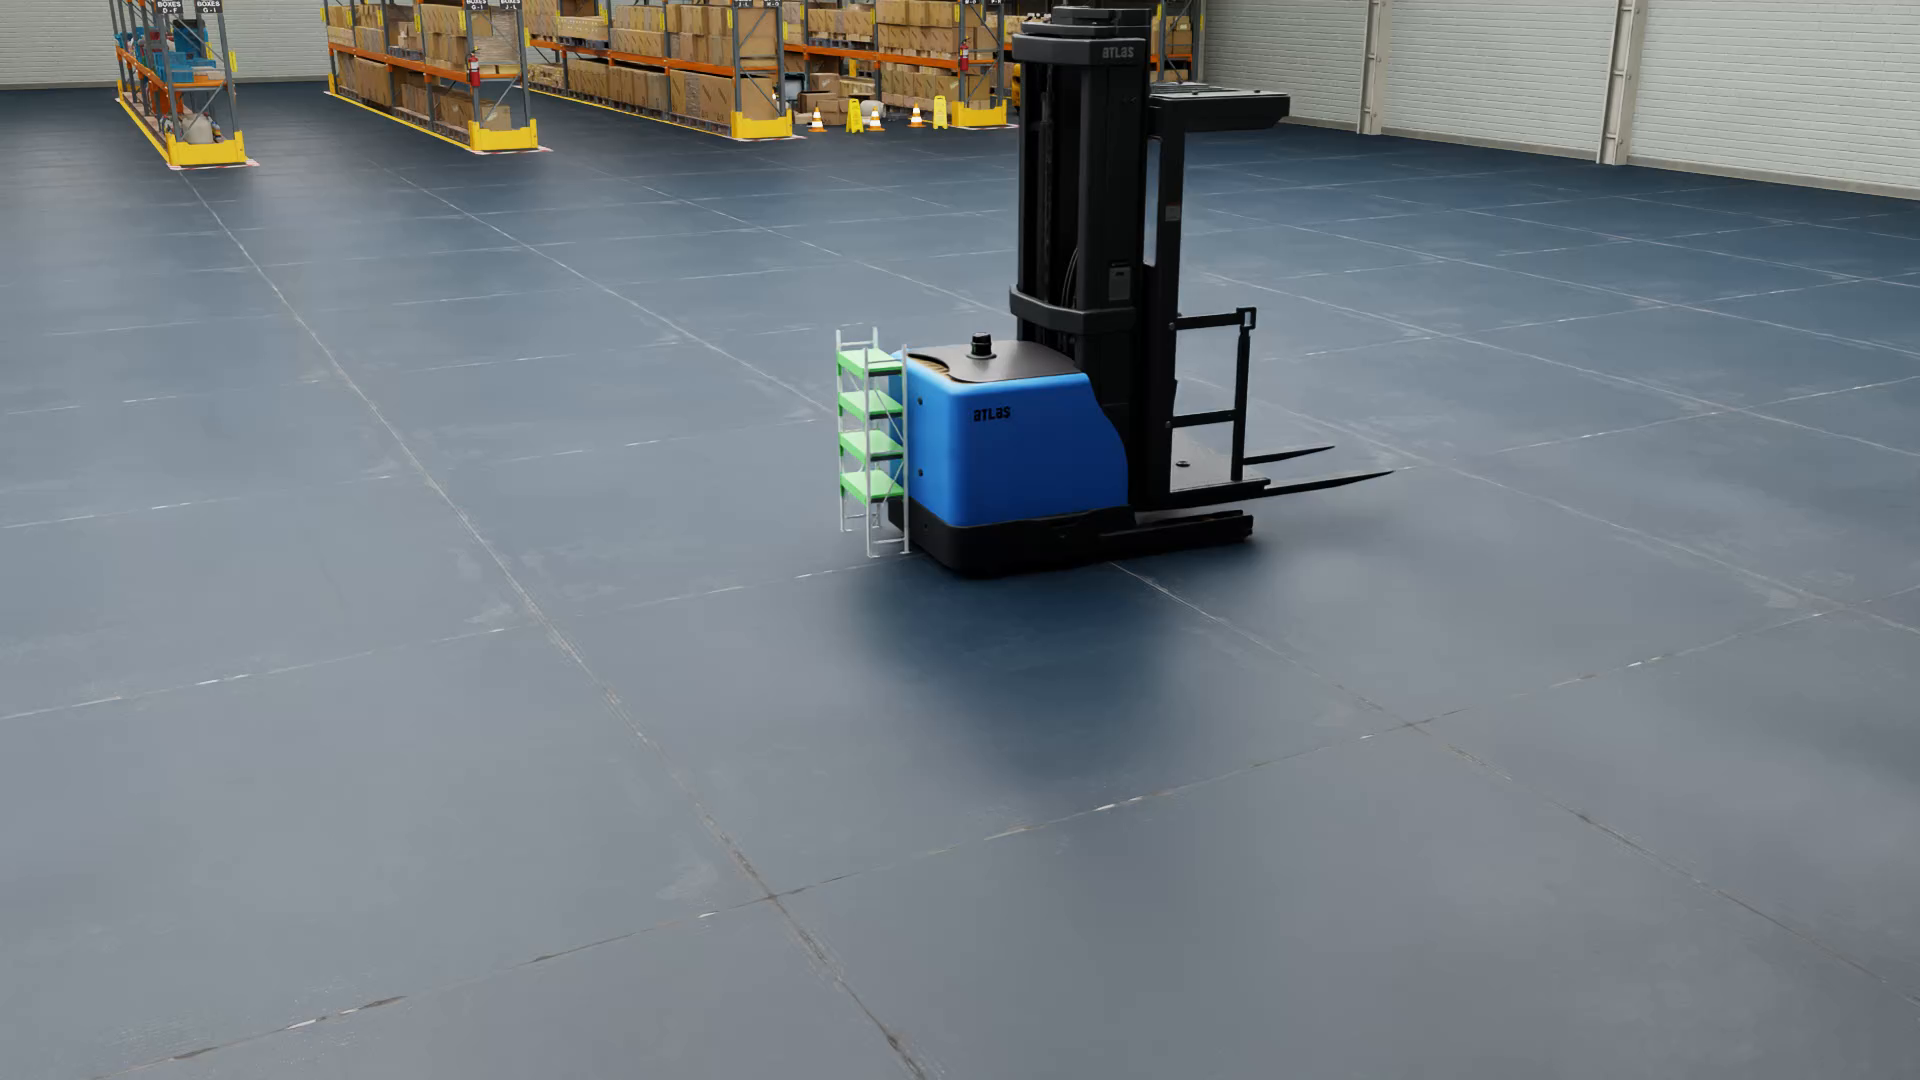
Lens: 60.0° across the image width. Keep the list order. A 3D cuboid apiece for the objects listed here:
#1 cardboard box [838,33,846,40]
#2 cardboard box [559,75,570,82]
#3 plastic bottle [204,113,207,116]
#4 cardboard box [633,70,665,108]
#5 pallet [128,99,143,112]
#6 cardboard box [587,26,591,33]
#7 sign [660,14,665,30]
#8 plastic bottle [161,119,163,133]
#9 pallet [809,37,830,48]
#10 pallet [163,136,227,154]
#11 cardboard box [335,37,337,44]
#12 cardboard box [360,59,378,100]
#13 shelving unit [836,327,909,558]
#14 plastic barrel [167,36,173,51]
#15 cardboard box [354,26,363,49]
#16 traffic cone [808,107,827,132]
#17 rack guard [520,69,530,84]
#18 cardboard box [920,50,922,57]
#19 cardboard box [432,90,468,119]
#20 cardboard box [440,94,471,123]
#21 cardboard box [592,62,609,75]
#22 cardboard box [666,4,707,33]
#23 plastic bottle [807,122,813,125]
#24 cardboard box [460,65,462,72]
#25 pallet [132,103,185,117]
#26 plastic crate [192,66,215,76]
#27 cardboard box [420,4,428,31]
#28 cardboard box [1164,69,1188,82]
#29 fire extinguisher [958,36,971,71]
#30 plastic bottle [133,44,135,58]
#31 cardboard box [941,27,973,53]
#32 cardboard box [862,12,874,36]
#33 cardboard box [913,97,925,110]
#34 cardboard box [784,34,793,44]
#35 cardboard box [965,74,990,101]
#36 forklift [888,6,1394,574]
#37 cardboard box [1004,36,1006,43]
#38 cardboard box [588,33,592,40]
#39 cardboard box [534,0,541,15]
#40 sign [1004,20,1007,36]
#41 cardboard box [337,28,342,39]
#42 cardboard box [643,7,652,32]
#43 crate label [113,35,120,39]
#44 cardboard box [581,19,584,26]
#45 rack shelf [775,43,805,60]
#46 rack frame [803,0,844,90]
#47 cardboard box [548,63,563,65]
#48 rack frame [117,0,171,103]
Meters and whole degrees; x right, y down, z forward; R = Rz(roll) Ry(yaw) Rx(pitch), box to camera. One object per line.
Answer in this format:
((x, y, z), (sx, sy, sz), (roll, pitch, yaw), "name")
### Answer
((-2.644, -11.870, 39.172), (0.380, 0.149, 0.250), (-9, 21, -25), "cardboard box")
((-9.996, -11.769, 42.409), (0.380, 0.149, 0.250), (-10, 21, -26), "cardboard box")
((-13.981, -7.748, 30.875), (0.144, 0.351, 0.185), (-11, 22, -28), "plastic bottle")
((-6.597, -10.016, 36.865), (1.050, 0.750, 0.750), (-10, 21, -27), "cardboard box")
((-18.722, -10.116, 38.625), (1.003, 0.211, 1.213), (-10, 21, -27), "pallet")
((-8.558, -12.031, 39.184), (0.380, 0.149, 0.250), (-9, 21, -25), "cardboard box")
((-6.241, -10.862, 34.859), (0.100, 0.325, 0.005), (-10, 21, -27), "sign")
((-14.597, -7.605, 30.575), (0.152, 0.276, 0.135), (-9, 21, -25), "plastic bottle")
((-2.927, -12.105, 40.406), (1.213, 0.211, 1.003), (-10, 21, -27), "pallet")
((-13.674, -7.065, 29.782), (1.003, 0.211, 1.213), (-10, 21, -27), "pallet")
((-15.512, -12.578, 41.871), (0.380, 0.149, 0.250), (-10, 22, -28), "cardboard box")
((-13.233, -10.754, 38.811), (1.225, 0.875, 0.875), (-11, 22, -29), "cardboard box")
((-0.494, -0.554, 9.398), (0.258, 1.200, 0.503), (-7, 20, -20), "shelving unit")
((-15.355, -9.641, 32.763), (0.433, 0.535, 0.433), (0, 19, 0), "plastic barrel")
((-13.982, -11.873, 39.288), (0.500, 0.500, 0.500), (-10, 21, -26), "cardboard box")
((-2.871, -8.464, 33.452), (0.336, 0.463, 0.334), (-10, 21, -27), "traffic cone")
((-11.430, -12.681, 45.614), (1.175, 0.500, 0.348), (-10, 21, -27), "rack guard")
((-0.635, -10.484, 35.801), (0.380, 0.149, 0.250), (-10, 21, -27), "cardboard box")
((-10.454, -8.906, 34.000), (0.700, 0.500, 0.500), (-12, 22, -31), "cardboard box")
((-10.026, -8.596, 33.132), (0.500, 0.500, 0.500), (-11, 22, -28), "cardboard box")
((-8.472, -11.258, 39.697), (0.500, 0.250, 0.500), (-10, 21, -26), "cardboard box")
((-5.623, -10.909, 34.763), (0.875, 0.550, 0.550), (-10, 21, -27), "cardboard box")
((-3.101, -8.717, 34.799), (0.283, 0.061, 0.133), (16, 25, 39), "plastic bottle")
((-8.986, -8.693, 30.610), (0.380, 0.149, 0.250), (-10, 21, -27), "cardboard box")
((-18.009, -9.683, 37.370), (1.003, 0.211, 1.213), (-10, 21, -27), "pallet")
((-13.546, -8.381, 29.726), (0.530, 0.136, 0.437), (-10, 21, -27), "plastic crate")
((-10.191, -10.192, 32.428), (0.500, 0.500, 0.500), (-10, 21, -27), "cardboard box")
((4.745, -10.395, 37.198), (0.500, 0.250, 0.500), (-10, 22, -27), "cardboard box")
((0.089, -9.946, 33.975), (0.296, 0.674, 0.183), (-10, 21, -27), "fire extinguisher")
((-17.550, -10.404, 35.363), (0.061, 0.283, 0.133), (-10, 21, -27), "plastic bottle")
((-0.060, -10.388, 34.528), (0.500, 0.500, 0.500), (-10, 22, -28), "cardboard box")
((-1.881, -11.719, 37.740), (0.500, 0.500, 0.500), (-10, 22, -28), "cardboard box")
((-0.673, -9.475, 36.064), (0.500, 0.250, 0.500), (-11, 22, -29), "cardboard box")
((-4.084, -12.562, 41.667), (0.500, 0.250, 0.500), (-10, 21, -26), "cardboard box")
((0.288, -9.621, 35.337), (0.500, 0.500, 0.500), (-11, 22, -28), "cardboard box")
((1.141, -1.500, 9.485), (3.031, 2.935, 1.130), (-8, 21, -22), "forklift")
((1.238, -12.772, 42.276), (0.500, 0.250, 0.500), (-10, 22, -28), "cardboard box")
((-8.545, -11.883, 39.212), (0.380, 0.149, 0.250), (-10, 21, -26), "cardboard box")
((-10.769, -13.932, 43.267), (0.500, 0.500, 0.500), (-11, 22, -28), "cardboard box")
((0.917, -10.580, 34.367), (0.100, 0.325, 0.005), (-10, 21, -27), "sign")
((-15.149, -12.593, 41.302), (0.500, 0.250, 0.500), (-10, 22, -28), "cardboard box")
((-6.495, -11.393, 36.365), (0.700, 0.500, 0.500), (-10, 21, -26), "cardboard box")
((-20.411, -12.205, 40.568), (0.416, 0.233, 0.303), (-10, 21, -27), "crate label")
((-8.785, -12.312, 39.543), (0.380, 0.149, 0.250), (-10, 21, -27), "cardboard box")
((-4.309, -12.617, 42.701), (1.077, 0.370, 4.000), (-10, 21, -27), "rack shelf")
((-3.359, -12.383, 40.920), (1.000, 3.000, 0.127), (-10, 21, -27), "rack frame")
((-10.923, -12.823, 45.007), (0.380, 0.149, 0.250), (-10, 21, -26), "cardboard box")
((-18.339, -11.229, 37.576), (1.000, 3.000, 0.127), (-10, 21, -27), "rack frame")
